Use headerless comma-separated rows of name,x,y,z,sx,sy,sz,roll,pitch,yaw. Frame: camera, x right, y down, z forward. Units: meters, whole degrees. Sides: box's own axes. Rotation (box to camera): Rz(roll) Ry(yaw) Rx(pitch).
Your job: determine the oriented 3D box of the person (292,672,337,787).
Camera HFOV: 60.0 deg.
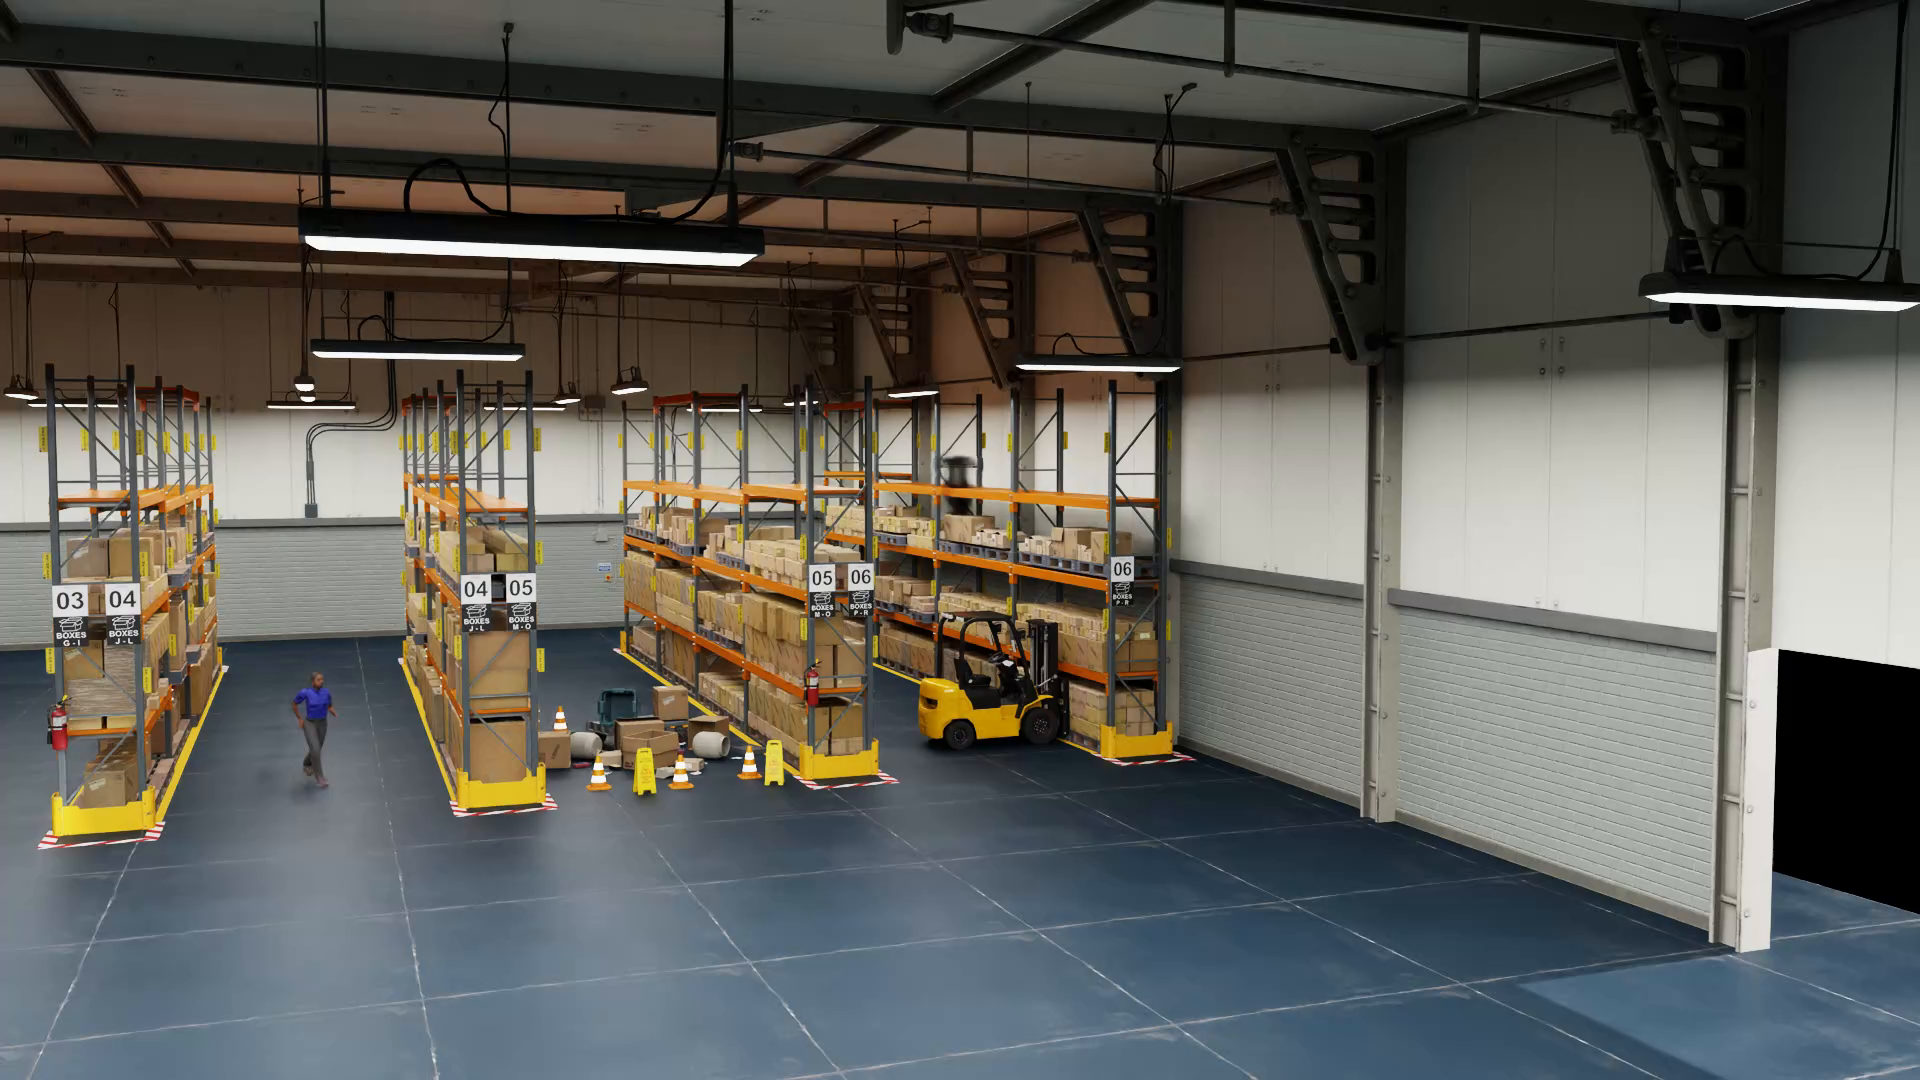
person,-9.496,2.747,24.448,0.907,1.654,0.545,3,4,40
